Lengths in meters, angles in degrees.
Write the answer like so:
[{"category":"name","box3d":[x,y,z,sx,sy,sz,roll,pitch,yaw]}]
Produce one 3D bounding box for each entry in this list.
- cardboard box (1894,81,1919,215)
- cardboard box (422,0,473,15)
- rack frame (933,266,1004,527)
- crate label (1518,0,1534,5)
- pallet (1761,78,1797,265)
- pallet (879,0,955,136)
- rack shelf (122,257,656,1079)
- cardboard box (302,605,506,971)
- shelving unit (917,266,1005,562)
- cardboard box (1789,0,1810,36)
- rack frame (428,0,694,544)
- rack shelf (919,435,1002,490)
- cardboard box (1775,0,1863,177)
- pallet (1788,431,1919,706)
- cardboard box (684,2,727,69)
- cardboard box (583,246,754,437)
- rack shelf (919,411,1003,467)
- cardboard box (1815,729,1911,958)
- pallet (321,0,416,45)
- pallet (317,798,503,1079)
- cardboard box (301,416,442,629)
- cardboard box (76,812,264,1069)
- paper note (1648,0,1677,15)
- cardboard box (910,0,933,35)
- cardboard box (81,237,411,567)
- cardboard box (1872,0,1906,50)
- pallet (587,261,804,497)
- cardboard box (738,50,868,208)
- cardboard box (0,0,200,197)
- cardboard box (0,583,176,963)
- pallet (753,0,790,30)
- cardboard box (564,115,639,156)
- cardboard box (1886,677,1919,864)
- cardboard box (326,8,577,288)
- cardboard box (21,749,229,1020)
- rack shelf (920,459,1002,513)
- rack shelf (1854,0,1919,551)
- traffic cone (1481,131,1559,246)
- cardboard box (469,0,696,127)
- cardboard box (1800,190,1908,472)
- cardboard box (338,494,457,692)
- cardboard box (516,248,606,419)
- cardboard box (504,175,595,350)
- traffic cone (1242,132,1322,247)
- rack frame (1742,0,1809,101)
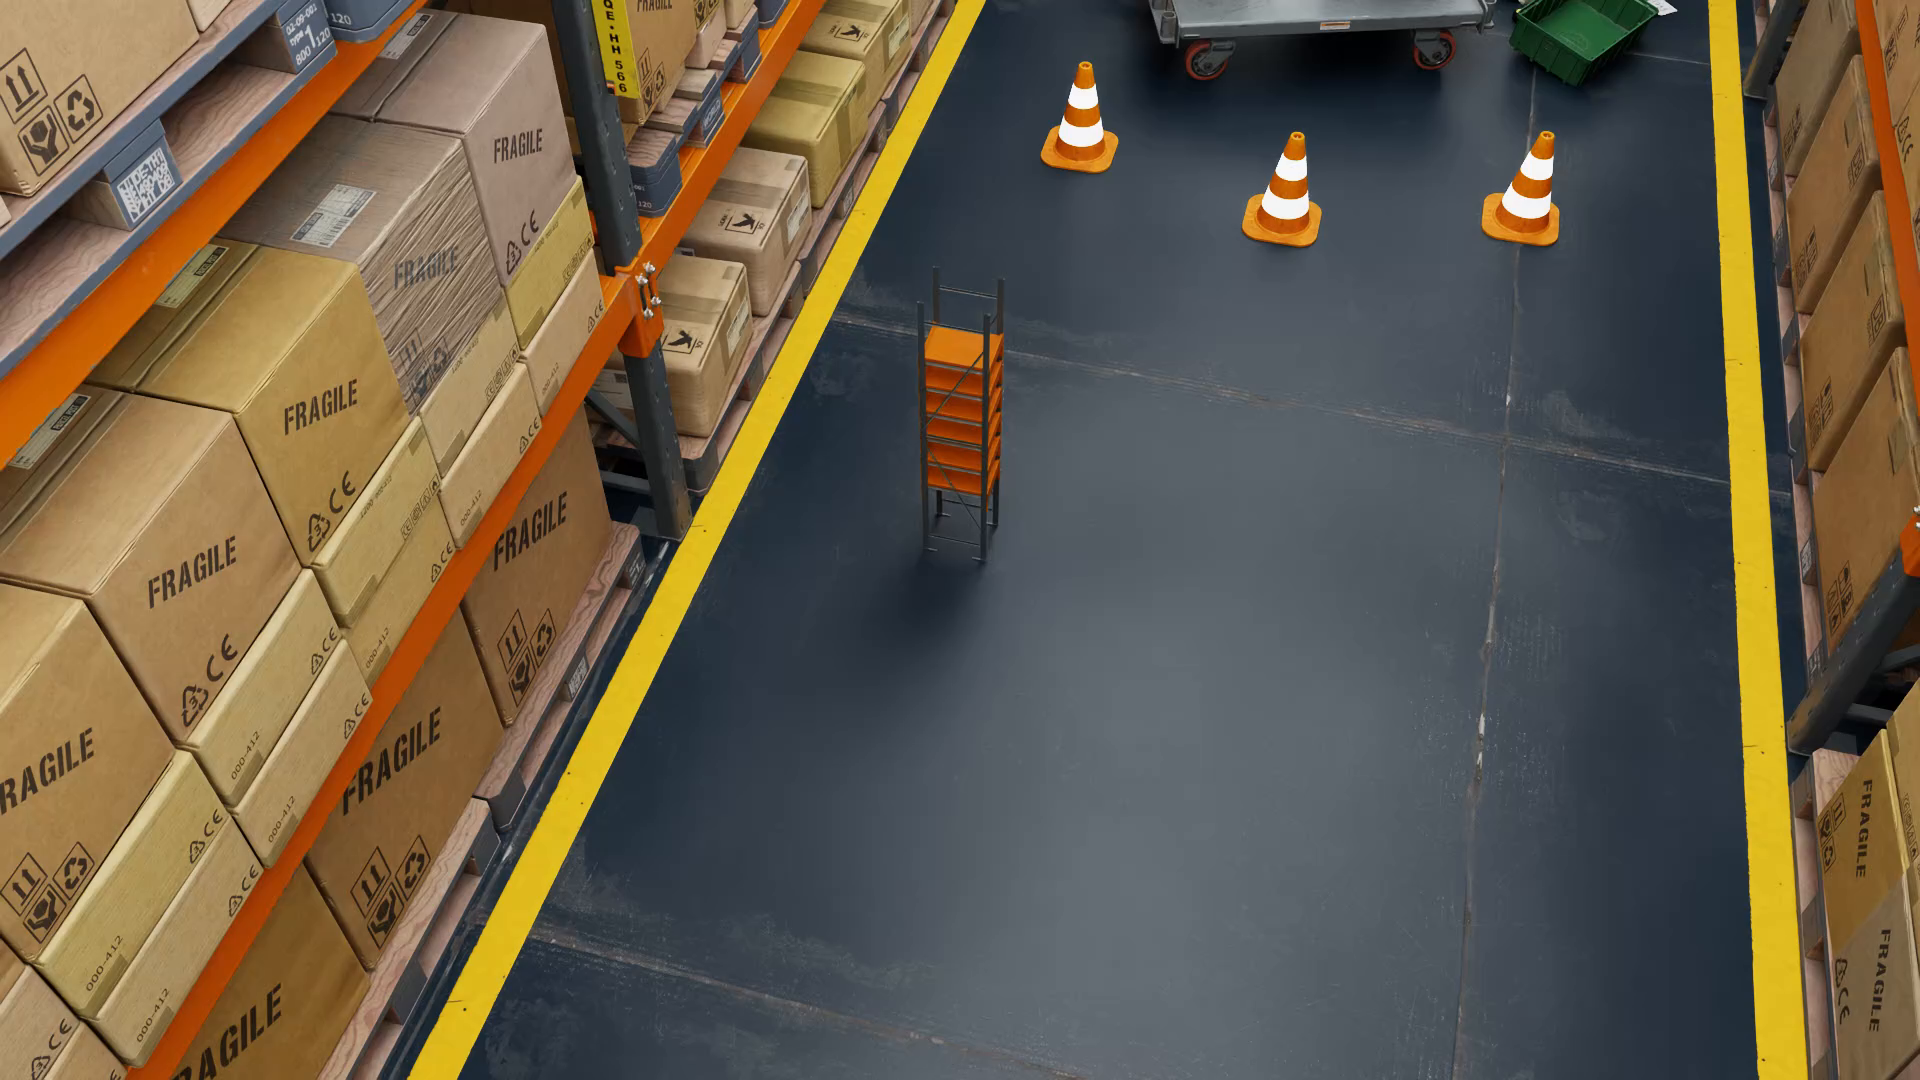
[{"category":"cardboard box","box3d":[3.416,-1.351,5.375,0.500,0.500,0.500,11,49,9]},{"category":"cardboard box","box3d":[-1.659,-1.775,5.271,0.500,0.500,0.500,10,49,9]},{"category":"rack frame","box3d":[0.028,-0.474,5.868,0.240,1.200,0.006,12,50,10]},{"category":"crate label","box3d":[2.975,-2.963,8.774,0.298,0.136,0.250,-19,51,-16]},{"category":"pallet","box3d":[4.214,-1.615,7.535,1.003,0.211,1.213,12,50,10]},{"category":"pallet","box3d":[-0.661,-2.528,8.341,1.003,0.211,1.213,12,50,10]},{"category":"rack shelf","box3d":[-2.037,0.564,4.232,1.077,0.370,4.000,12,50,10]},{"category":"cardboard box","box3d":[-2.011,0.571,4.883,0.875,0.875,0.875,12,50,10]},{"category":"shelving unit","box3d":[0.004,-0.407,5.809,0.258,1.200,0.189,12,50,10]},{"category":"cardboard box","box3d":[4.578,-2.988,8.023,0.875,0.875,0.875,12,50,11]},{"category":"rack frame","box3d":[-1.510,-1.121,5.239,1.000,3.000,0.127,12,50,10]},{"category":"rack shelf","box3d":[0.004,-0.299,5.933,0.258,0.103,0.180,12,50,10]},{"category":"cardboard box","box3d":[4.268,-2.038,7.269,1.050,0.750,0.750,11,50,10]},{"category":"pallet","box3d":[3.572,0.150,5.977,1.003,0.211,1.213,12,50,10]},{"category":"cardboard box","box3d":[-1.022,-1.762,5.692,0.380,0.149,0.250,9,49,8]},{"category":"cardboard box","box3d":[-1.352,-0.797,6.426,0.950,0.372,0.625,9,49,7]},{"category":"rack shelf","box3d":[0.004,-0.378,5.843,0.258,0.103,0.180,12,50,10]},{"category":"cardboard box","box3d":[2.860,0.932,4.814,0.500,0.500,0.500,10,49,8]},{"category":"pallet","box3d":[-1.629,-1.575,3.765,1.213,0.211,1.003,14,50,12]},{"category":"pallet","box3d":[-2.114,1.237,5.018,1.003,0.211,1.213,12,50,10]},{"category":"cardboard box","box3d":[-1.639,-0.091,4.096,0.500,0.250,0.500,10,49,9]},{"category":"cardboard box","box3d":[-1.908,0.813,3.631,0.500,0.250,0.500,11,50,10]},{"category":"paper note","box3d":[3.648,-2.793,8.695,0.147,0.020,0.142,-19,51,-16]},{"category":"cardboard box","box3d":[-0.593,-2.904,8.285,0.950,0.372,0.625,12,50,11]},{"category":"cardboard box","box3d":[-1.658,-0.329,3.806,0.500,0.500,0.500,12,50,10]},{"category":"cardboard box","box3d":[3.680,-2.090,6.027,0.500,0.500,0.500,11,50,10]},{"category":"pallet","box3d":[-1.303,-0.763,6.783,1.003,0.211,1.213,12,50,10]},{"category":"cardboard box","box3d":[-0.960,-1.880,7.381,0.950,0.372,0.625,13,50,11]},{"category":"cardboard box","box3d":[-1.694,-0.954,2.744,0.500,0.500,0.500,12,50,10]},{"category":"cardboard box","box3d":[-1.928,0.411,3.153,0.500,0.500,0.500,10,49,9]},{"category":"pallet","box3d":[-1.029,-2.498,6.582,1.003,0.211,1.213,12,50,10]},{"category":"cardboard box","box3d":[-1.245,-1.375,5.351,0.380,0.149,0.250,9,49,8]},{"category":"cardboard box","box3d":[2.877,0.674,4.542,0.500,0.250,0.500,10,49,8]},{"category":"cardboard box","box3d":[-1.394,-1.059,4.451,0.500,0.500,0.500,10,49,9]},{"category":"cardboard box","box3d":[-1.907,0.651,3.441,0.500,0.250,0.500,12,50,11]},{"category":"rack shelf","box3d":[0.004,-0.219,6.023,0.258,0.103,0.180,12,50,10]},{"category":"rack shelf","box3d":[3.818,-1.426,5.988,1.077,0.370,4.000,12,50,10]},{"category":"traffic cone","box3d":[2.535,-1.599,7.353,0.336,0.463,0.334,12,50,10]},{"category":"cardboard box","box3d":[-1.169,-1.671,5.179,0.500,0.500,0.500,10,49,9]},{"category":"cardboard box","box3d":[3.766,-0.668,6.059,1.050,0.750,0.750,12,50,11]},{"category":"cardboard box","box3d":[-1.660,0.079,4.279,0.500,0.250,0.500,11,50,10]},{"category":"cardboard box","box3d":[-1.393,-0.654,4.927,0.500,0.250,0.500,10,49,9]},{"category":"cardboard box","box3d":[-1.393,-0.836,4.754,0.500,0.250,0.500,11,50,10]},{"category":"traffic cone","box3d":[1.455,-1.595,7.349,0.336,0.463,0.334,12,50,10]},{"category":"rack frame","box3d":[4.345,-3.111,6.995,1.000,3.000,0.127,12,50,10]}]
